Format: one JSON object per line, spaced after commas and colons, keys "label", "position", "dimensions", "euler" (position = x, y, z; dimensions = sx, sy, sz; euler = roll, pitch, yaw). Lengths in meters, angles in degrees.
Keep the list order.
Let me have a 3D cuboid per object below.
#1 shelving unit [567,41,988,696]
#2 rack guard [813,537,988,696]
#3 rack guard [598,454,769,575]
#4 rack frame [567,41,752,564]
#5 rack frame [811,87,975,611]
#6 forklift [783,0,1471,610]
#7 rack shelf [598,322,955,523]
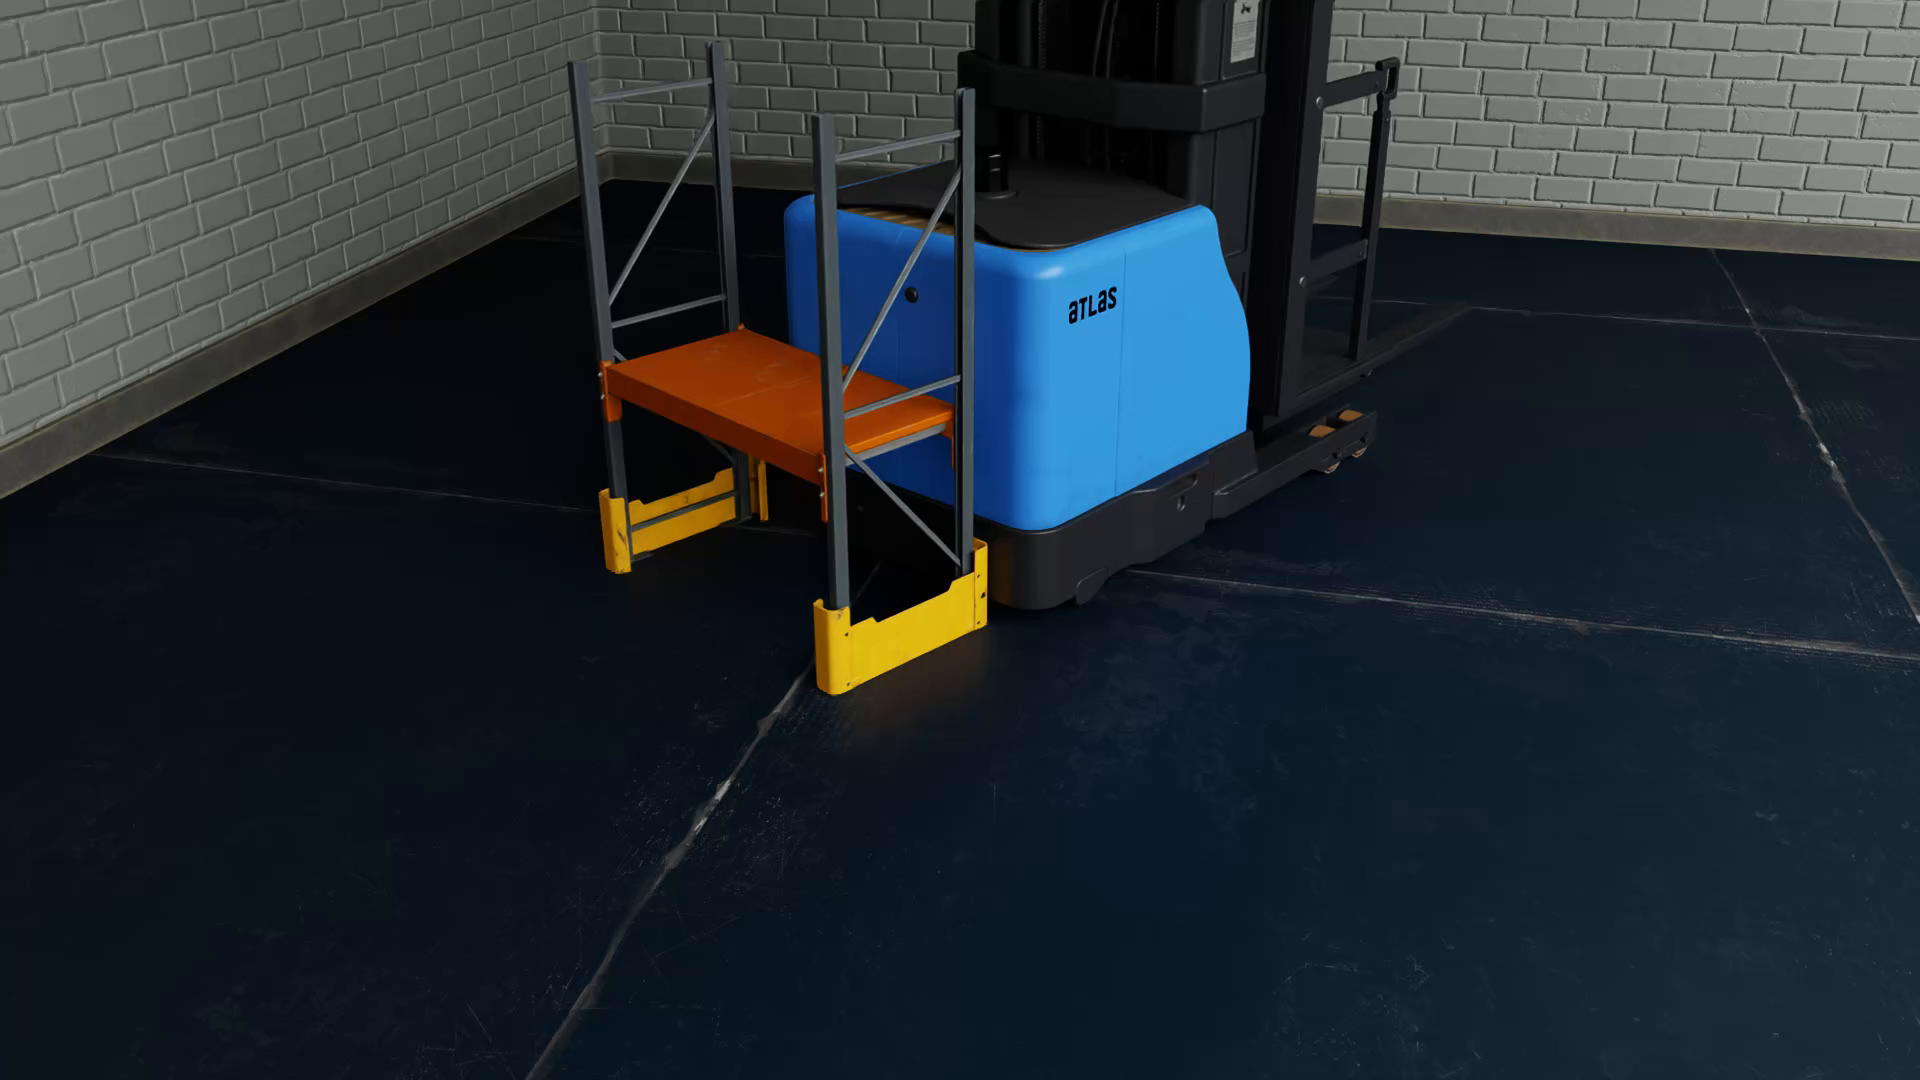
{"label": "shelving unit", "position": [-0.501, -0.517, 4.590], "dimensions": [0.587, 1.500, 1.083], "euler": [-23, 34, -39]}
{"label": "rack guard", "position": [-0.152, 0.201, 4.538], "dimensions": [0.587, 0.250, 0.087], "euler": [-23, 34, -39]}
{"label": "rack guard", "position": [-0.850, -0.105, 5.180], "dimensions": [0.587, 0.250, 0.087], "euler": [-23, 34, -39]}
{"label": "rack frame", "position": [-0.864, -0.675, 4.924], "dimensions": [0.500, 1.500, 0.032], "euler": [-23, 34, -39]}
{"label": "rack frame", "position": [-0.152, -0.363, 4.269], "dimensions": [0.500, 1.500, 0.032], "euler": [-23, 34, -39]}
{"label": "forklift", "position": [0.819, -1.679, 5.368], "dimensions": [1.130, 2.935, 3.031], "euler": [21, 32, 37]}
{"label": "rack shelf", "position": [-0.508, -0.357, 4.673], "dimensions": [0.538, 0.185, 1.000], "euler": [-23, 34, -39]}
